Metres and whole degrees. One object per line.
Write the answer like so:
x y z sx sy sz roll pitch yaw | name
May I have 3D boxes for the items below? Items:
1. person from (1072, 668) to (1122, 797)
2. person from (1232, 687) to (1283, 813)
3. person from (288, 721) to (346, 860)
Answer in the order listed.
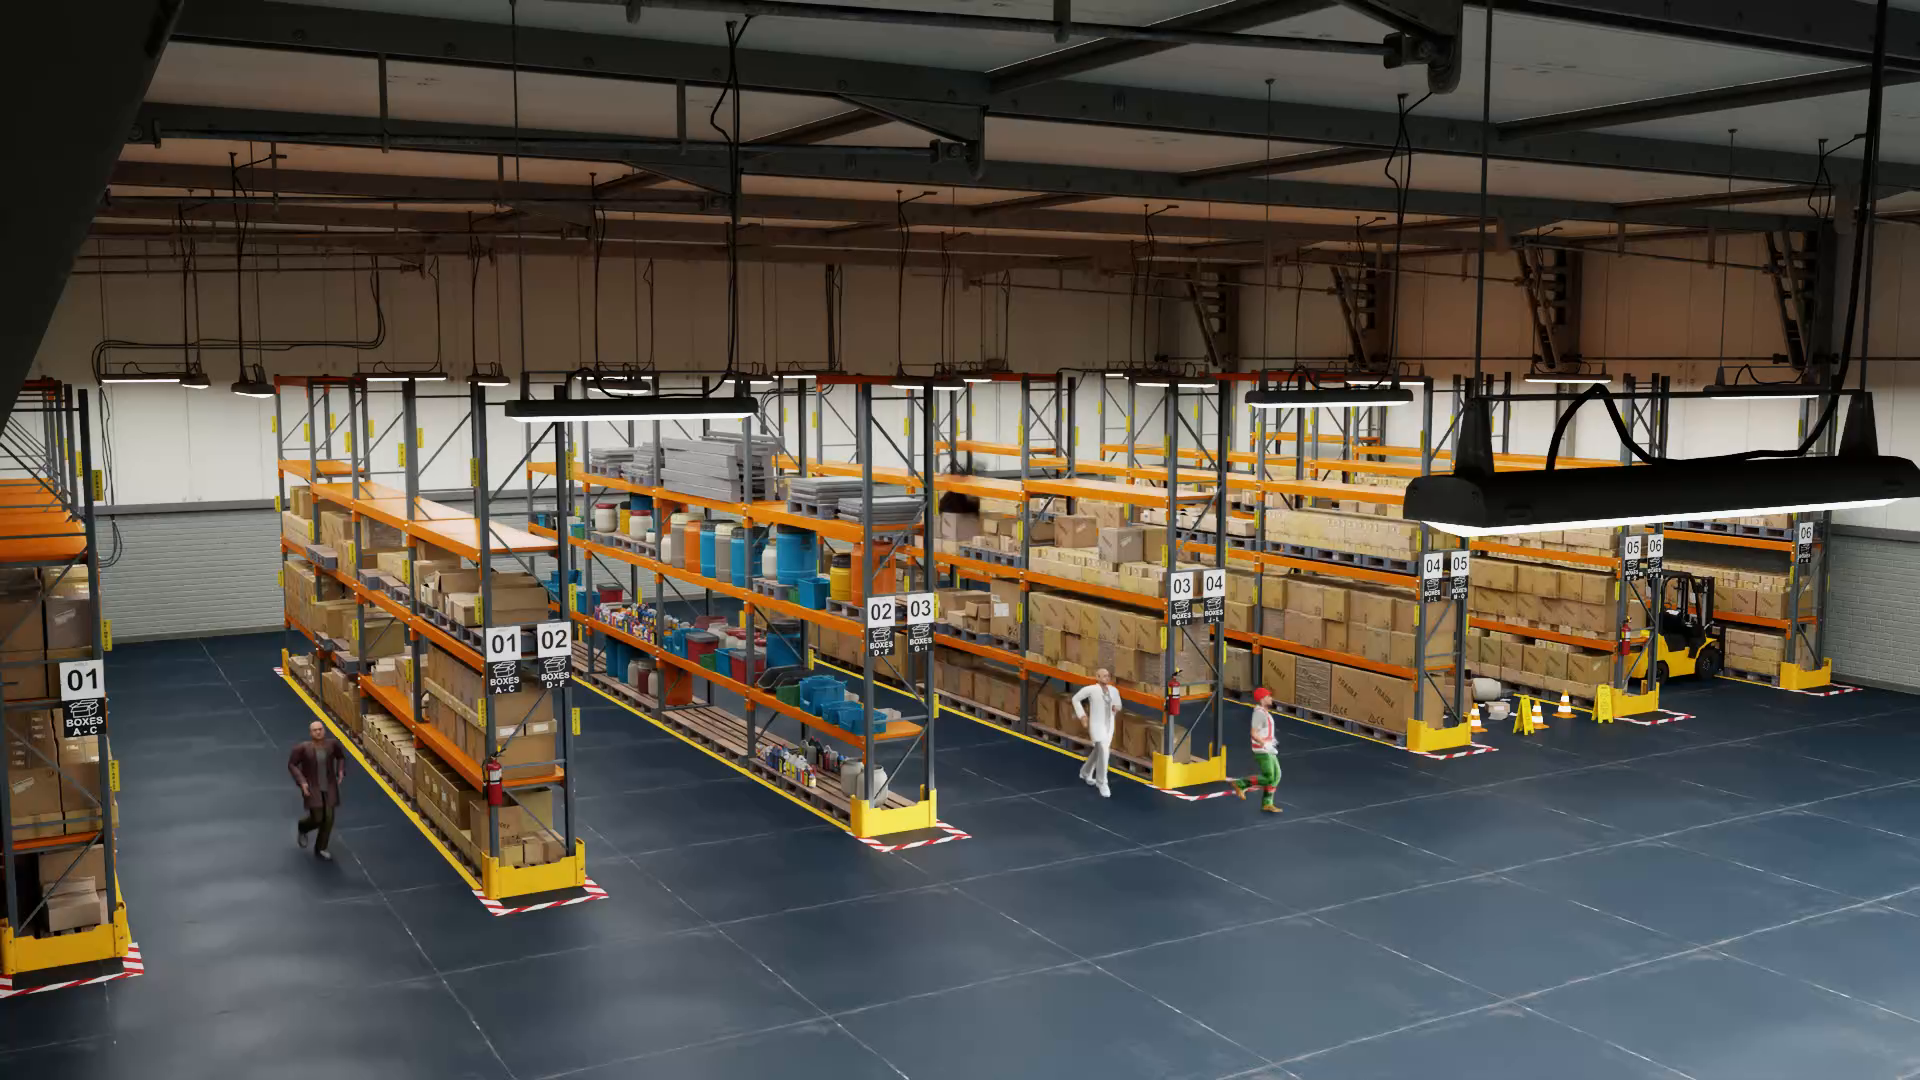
2.065 2.832 24.395 0.666 1.721 0.842 -4 8 -35 | person
4.188 2.930 23.296 0.710 1.759 0.673 2 6 15 | person
-8.151 3.160 21.171 0.705 1.750 0.687 -5 8 -38 | person
